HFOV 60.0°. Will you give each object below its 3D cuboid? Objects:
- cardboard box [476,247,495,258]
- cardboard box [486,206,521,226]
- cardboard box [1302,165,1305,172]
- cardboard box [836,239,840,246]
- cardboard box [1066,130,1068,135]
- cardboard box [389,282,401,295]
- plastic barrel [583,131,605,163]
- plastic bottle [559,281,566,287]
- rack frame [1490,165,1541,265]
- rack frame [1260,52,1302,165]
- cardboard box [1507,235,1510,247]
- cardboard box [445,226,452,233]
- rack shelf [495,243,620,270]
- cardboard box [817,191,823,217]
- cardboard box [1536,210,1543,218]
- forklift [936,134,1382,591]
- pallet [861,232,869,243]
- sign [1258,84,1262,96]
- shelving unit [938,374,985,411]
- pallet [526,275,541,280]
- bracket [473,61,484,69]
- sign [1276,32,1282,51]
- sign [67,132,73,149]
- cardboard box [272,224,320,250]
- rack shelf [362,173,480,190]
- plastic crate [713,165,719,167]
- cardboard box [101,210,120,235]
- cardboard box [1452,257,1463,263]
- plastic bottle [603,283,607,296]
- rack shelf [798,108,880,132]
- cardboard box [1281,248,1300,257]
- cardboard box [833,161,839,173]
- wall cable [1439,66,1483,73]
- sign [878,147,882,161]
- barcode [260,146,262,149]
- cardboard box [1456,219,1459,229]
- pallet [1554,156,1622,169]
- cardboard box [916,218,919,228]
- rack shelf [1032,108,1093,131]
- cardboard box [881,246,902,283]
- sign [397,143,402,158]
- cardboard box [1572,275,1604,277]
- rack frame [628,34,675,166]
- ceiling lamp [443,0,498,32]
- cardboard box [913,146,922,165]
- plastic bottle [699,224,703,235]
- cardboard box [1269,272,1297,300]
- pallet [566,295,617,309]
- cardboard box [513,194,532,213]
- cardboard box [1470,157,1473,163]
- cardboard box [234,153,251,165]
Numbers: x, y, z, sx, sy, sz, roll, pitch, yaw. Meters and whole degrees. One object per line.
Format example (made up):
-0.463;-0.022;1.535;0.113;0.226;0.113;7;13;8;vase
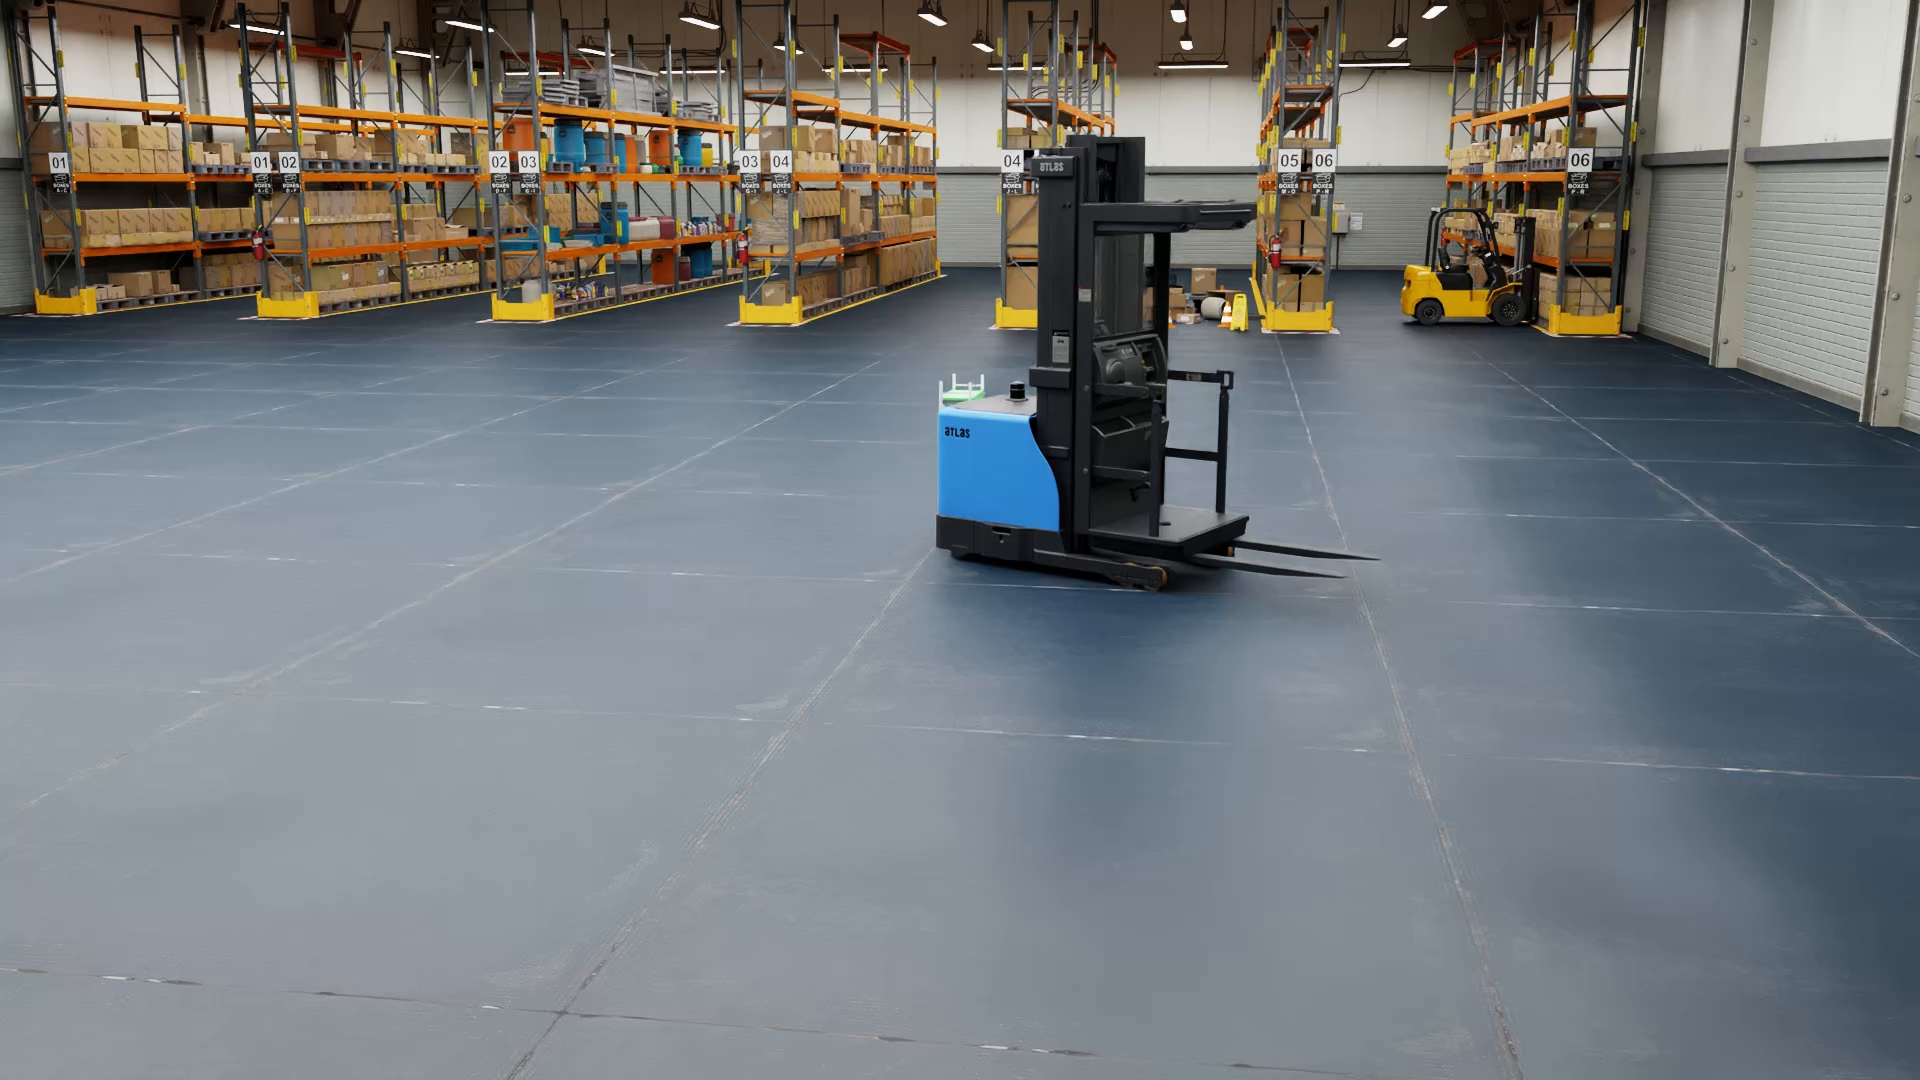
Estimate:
-12.111;-7.393;42.787;0.500;0.250;0.500;2;12;8;cardboard box
-11.903;-8.456;43.377;0.700;0.500;0.500;4;13;18;cardboard box
6.705;-7.080;31.701;0.380;0.149;0.250;2;12;8;cardboard box
-2.751;-6.274;35.084;0.380;0.149;0.250;2;12;9;cardboard box
1.864;-7.802;31.924;0.380;0.149;0.250;2;12;9;cardboard box
-12.651;-5.531;36.567;0.500;0.250;0.500;2;12;9;cardboard box
-8.038;-8.436;36.209;0.600;0.901;0.708;2;12;9;plastic barrel
-8.465;-5.338;35.387;0.144;0.351;0.185;1;12;6;plastic bottle
12.304;-6.803;36.941;1.000;3.000;0.127;2;12;9;rack frame
8.630;-11.561;44.779;1.000;3.000;0.127;2;12;9;rack frame
11.687;-6.218;34.580;0.500;0.250;0.500;2;12;9;cardboard box
-12.510;-7.382;39.841;0.500;0.311;0.500;2;12;8;cardboard box
-8.210;-5.844;34.198;1.077;0.370;4.000;2;12;9;rack shelf
-3.039;-6.720;33.238;0.500;0.500;0.500;2;12;9;cardboard box
11.211;-6.209;31.702;0.380;0.149;0.250;2;12;8;cardboard box
1.331;-1.222;11.207;3.031;2.935;1.130;8;15;34;forklift
-2.657;-6.777;37.275;1.003;0.211;1.213;2;12;9;pallet
8.082;-12.114;44.753;0.100;0.325;0.005;2;12;9;sign
0.015;-0.623;12.535;0.258;1.200;0.503;2;12;11;shelving unit
-11.653;-6.905;44.032;1.003;0.211;1.213;2;12;9;pallet
-15.506;-15.282;53.498;0.235;0.232;0.430;2;12;9;bracket
5.623;-8.787;29.312;0.100;0.325;0.005;2;12;9;sign
-17.770;-7.976;33.190;0.100;0.325;0.005;2;12;9;sign
-13.327;-6.086;33.377;0.700;0.500;0.500;2;12;9;cardboard box
-12.488;-8.304;38.494;1.077;0.370;4.000;2;12;9;rack shelf
-6.702;-10.067;45.247;0.437;0.282;0.530;2;12;9;plastic crate
-17.850;-6.596;34.507;0.500;0.500;0.500;2;12;9;cardboard box
12.997;-7.044;42.995;0.500;0.500;0.500;2;12;10;cardboard box
-7.650;-5.388;35.780;0.061;0.283;0.133;3;12;11;plastic bottle
-2.701;-9.253;36.727;1.077;0.370;4.000;2;12;9;rack shelf
6.015;-5.260;30.376;0.380;0.149;0.250;2;12;11;cardboard box
-2.820;-7.741;34.530;0.500;0.250;0.500;2;12;11;cardboard box
15.668;-15.253;48.709;2.988;3.039;0.133;2;12;9;wall cable
-1.857;-8.985;38.719;0.100;0.325;0.005;2;12;9;sign
-13.841;-7.769;32.926;0.001;0.075;0.075;2;12;9;barcode
12.909;-8.030;42.283;0.500;0.250;0.500;2;12;8;cardboard box
11.208;-6.707;29.586;1.003;0.211;1.213;2;12;9;pallet
-1.365;-8.382;43.916;0.500;0.250;0.500;2;12;8;cardboard box
2.185;-9.072;35.884;1.077;0.370;4.000;2;12;9;rack shelf
-2.122;-6.779;40.876;1.225;0.875;0.875;2;12;9;cardboard box
-12.247;-8.513;36.342;0.100;0.325;0.005;2;12;9;sign
11.408;-4.686;30.272;0.500;0.250;0.500;2;12;9;cardboard box
-7.287;-10.377;39.286;1.000;3.000;0.127;2;12;9;rack frame
-10.147;-12.443;35.016;0.800;3.185;2.000;2;12;9;ceiling lamp
-1.409;-10.267;44.423;0.700;0.500;0.500;2;12;11;cardboard box
-6.603;-7.867;42.171;0.152;0.276;0.135;2;12;9;plastic bottle
6.111;-4.809;31.440;0.500;0.500;0.500;2;12;11;cardboard box
-8.047;-5.110;35.706;1.003;0.211;1.213;2;12;9;pallet
-11.744;-9.090;44.941;0.500;0.500;0.500;2;12;9;cardboard box
12.341;-9.026;39.496;0.380;0.149;0.250;2;12;9;cardboard box
-17.367;-9.025;39.840;0.797;0.503;0.637;4;13;17;cardboard box
